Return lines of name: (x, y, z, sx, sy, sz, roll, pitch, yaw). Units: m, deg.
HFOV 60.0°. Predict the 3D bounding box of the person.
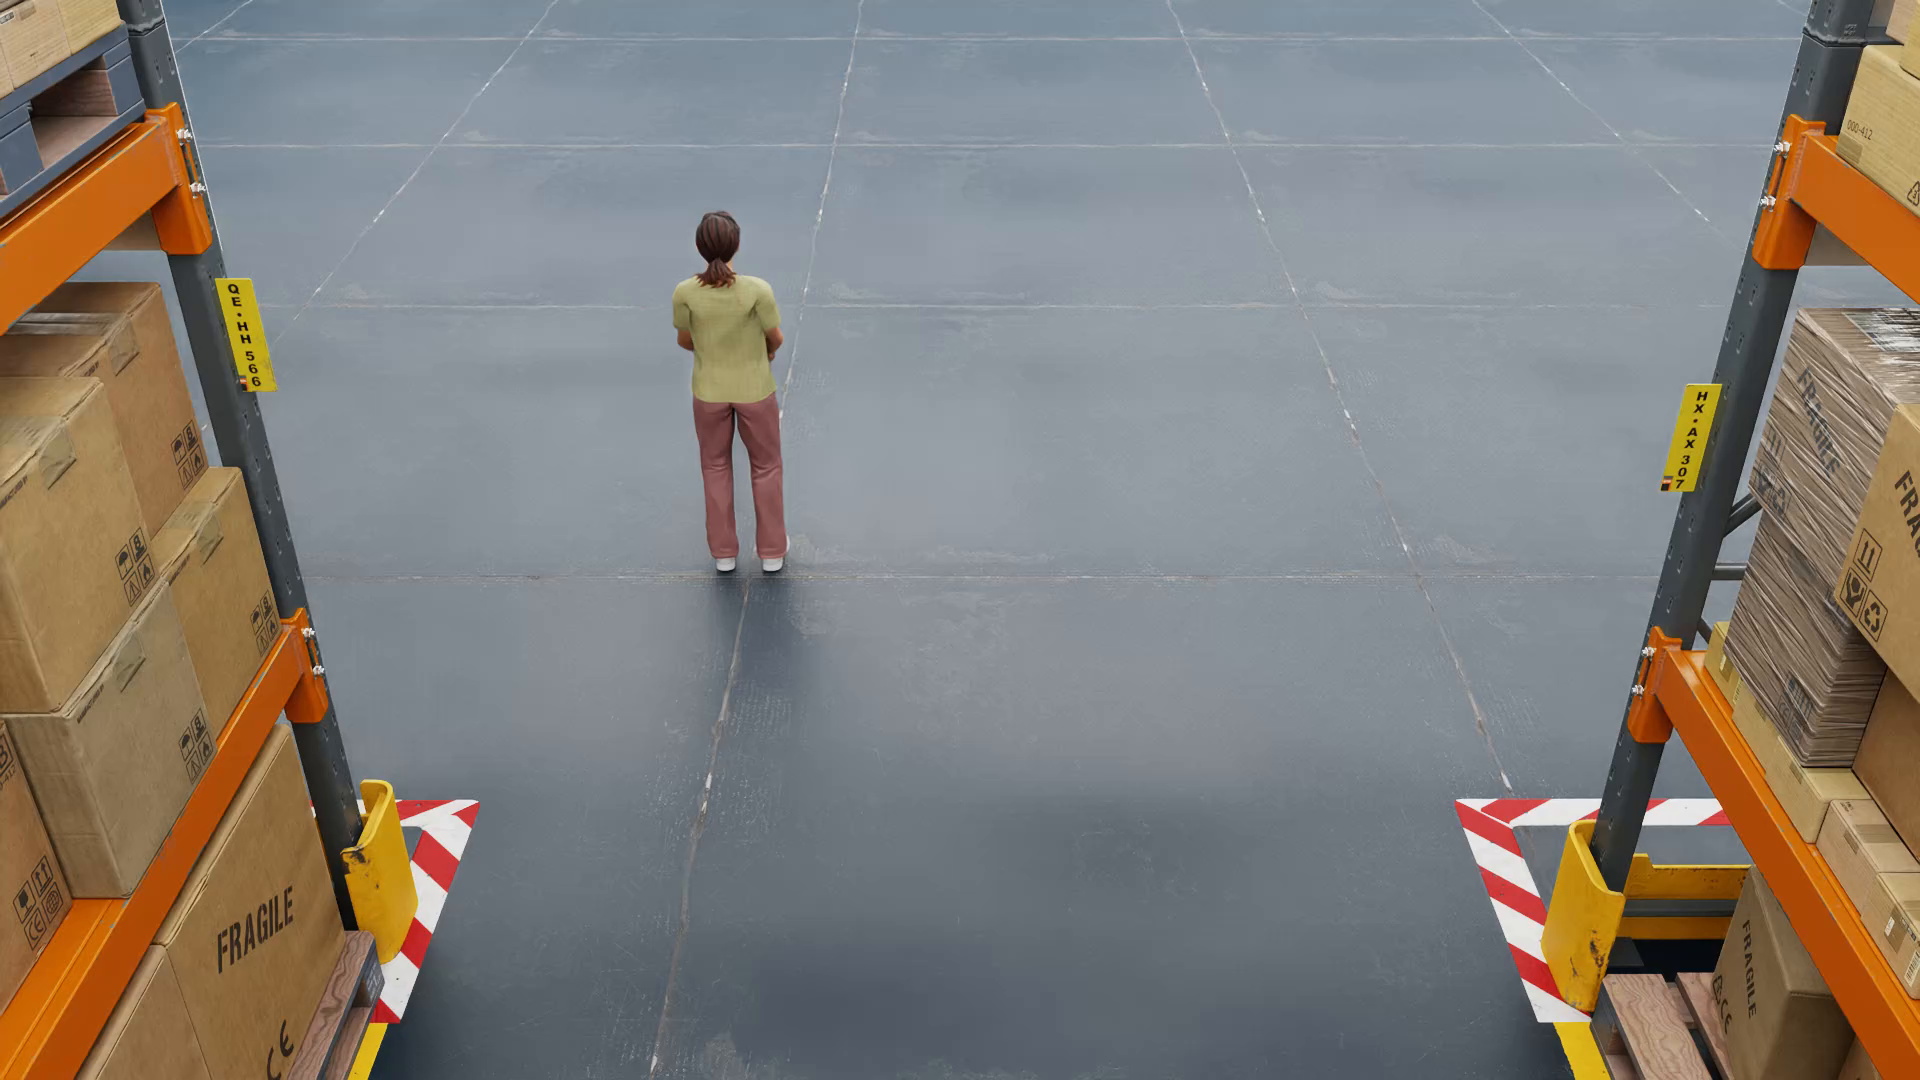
person: (-0.974, -0.655, 7.200, 0.452, 1.672, 0.523, 0, 32, -1)
